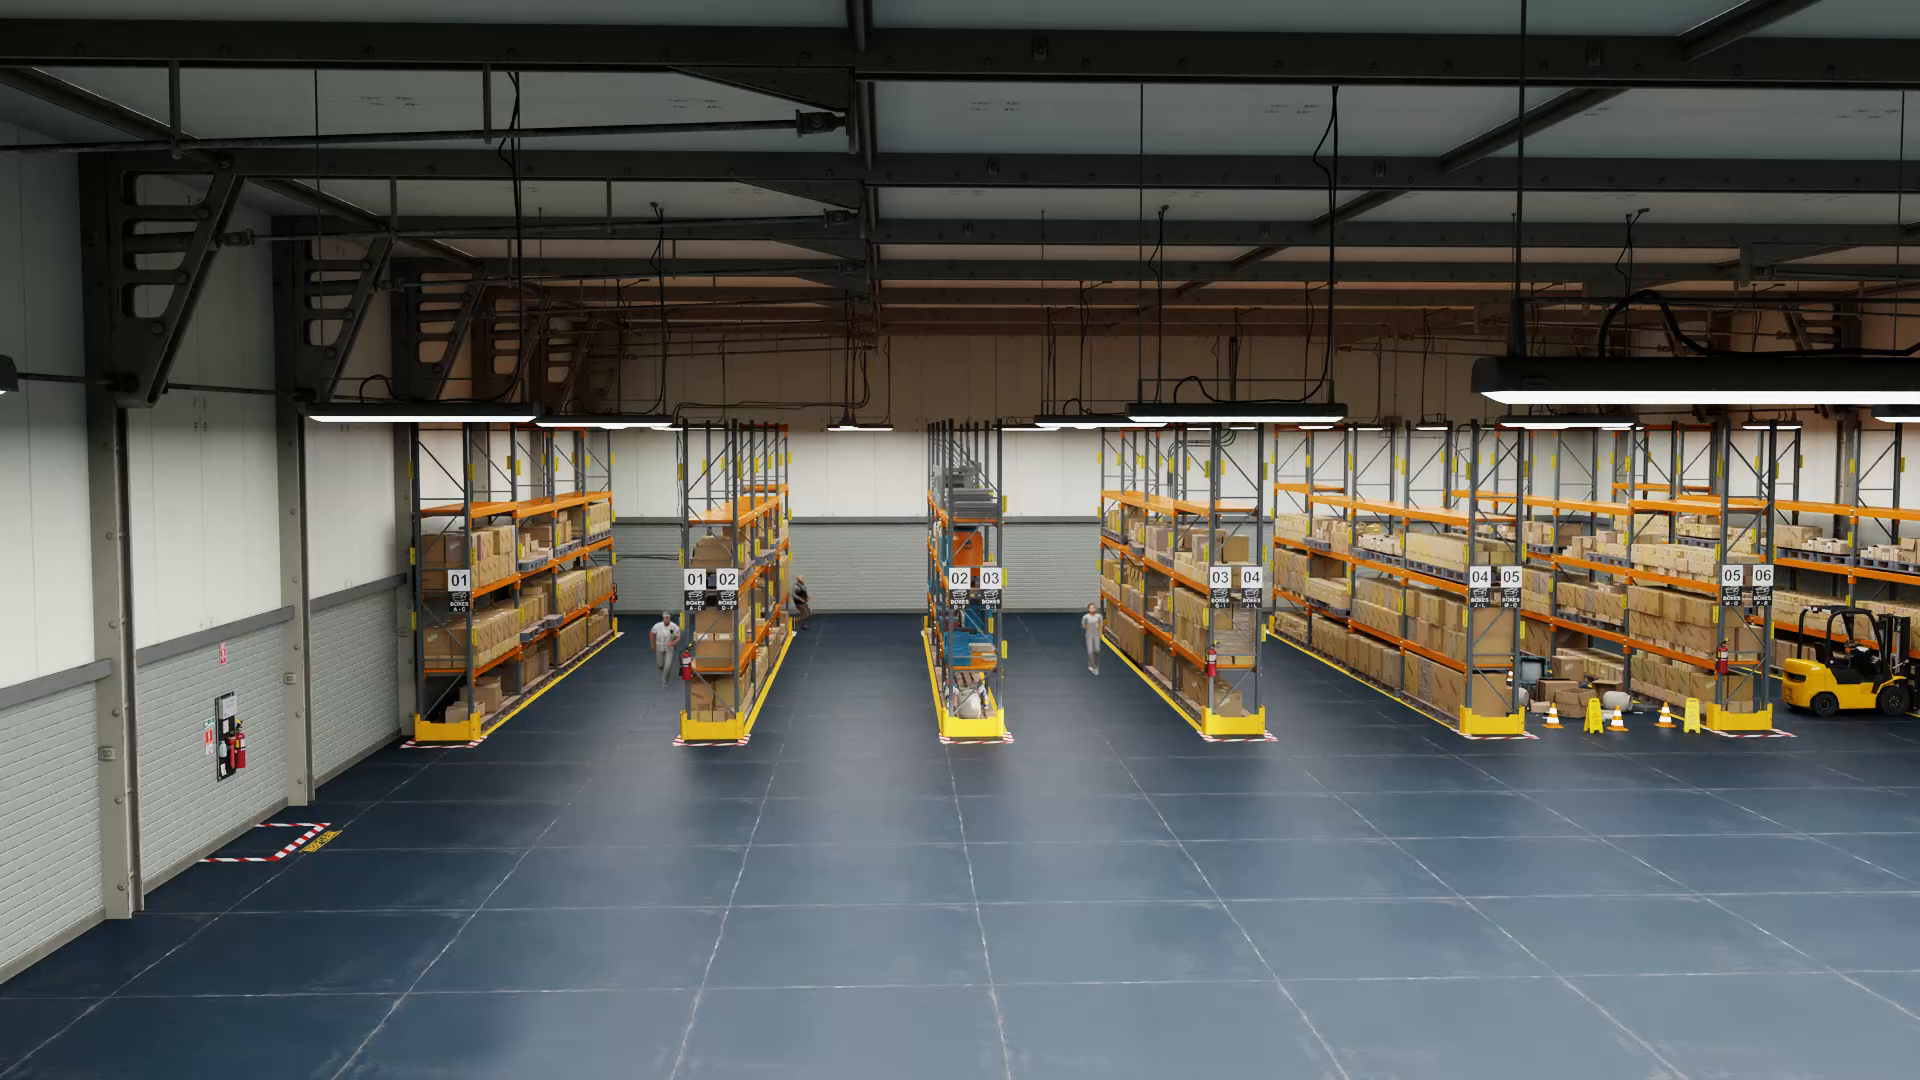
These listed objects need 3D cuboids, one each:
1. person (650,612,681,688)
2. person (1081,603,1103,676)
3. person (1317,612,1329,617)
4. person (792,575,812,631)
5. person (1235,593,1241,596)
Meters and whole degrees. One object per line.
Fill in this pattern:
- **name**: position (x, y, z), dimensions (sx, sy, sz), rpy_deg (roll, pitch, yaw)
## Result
- **person**: position (-6.670, 2.470, 37.639), dimensions (0.694, 1.740, 0.707), rpy_deg (0, 4, -3)
- **person**: position (3.159, 2.333, 39.636), dimensions (0.546, 1.677, 0.741), rpy_deg (0, 4, 1)
- **person**: position (10.673, 1.735, 48.925), dimensions (0.876, 1.687, 0.614), rpy_deg (-1, 4, -14)
- **person**: position (-4.620, 1.793, 48.218), dimensions (0.564, 1.580, 0.664), rpy_deg (1, 4, 16)
- **person**: position (7.689, 1.852, 47.918), dimensions (0.860, 1.610, 0.650), rpy_deg (2, 4, 31)
